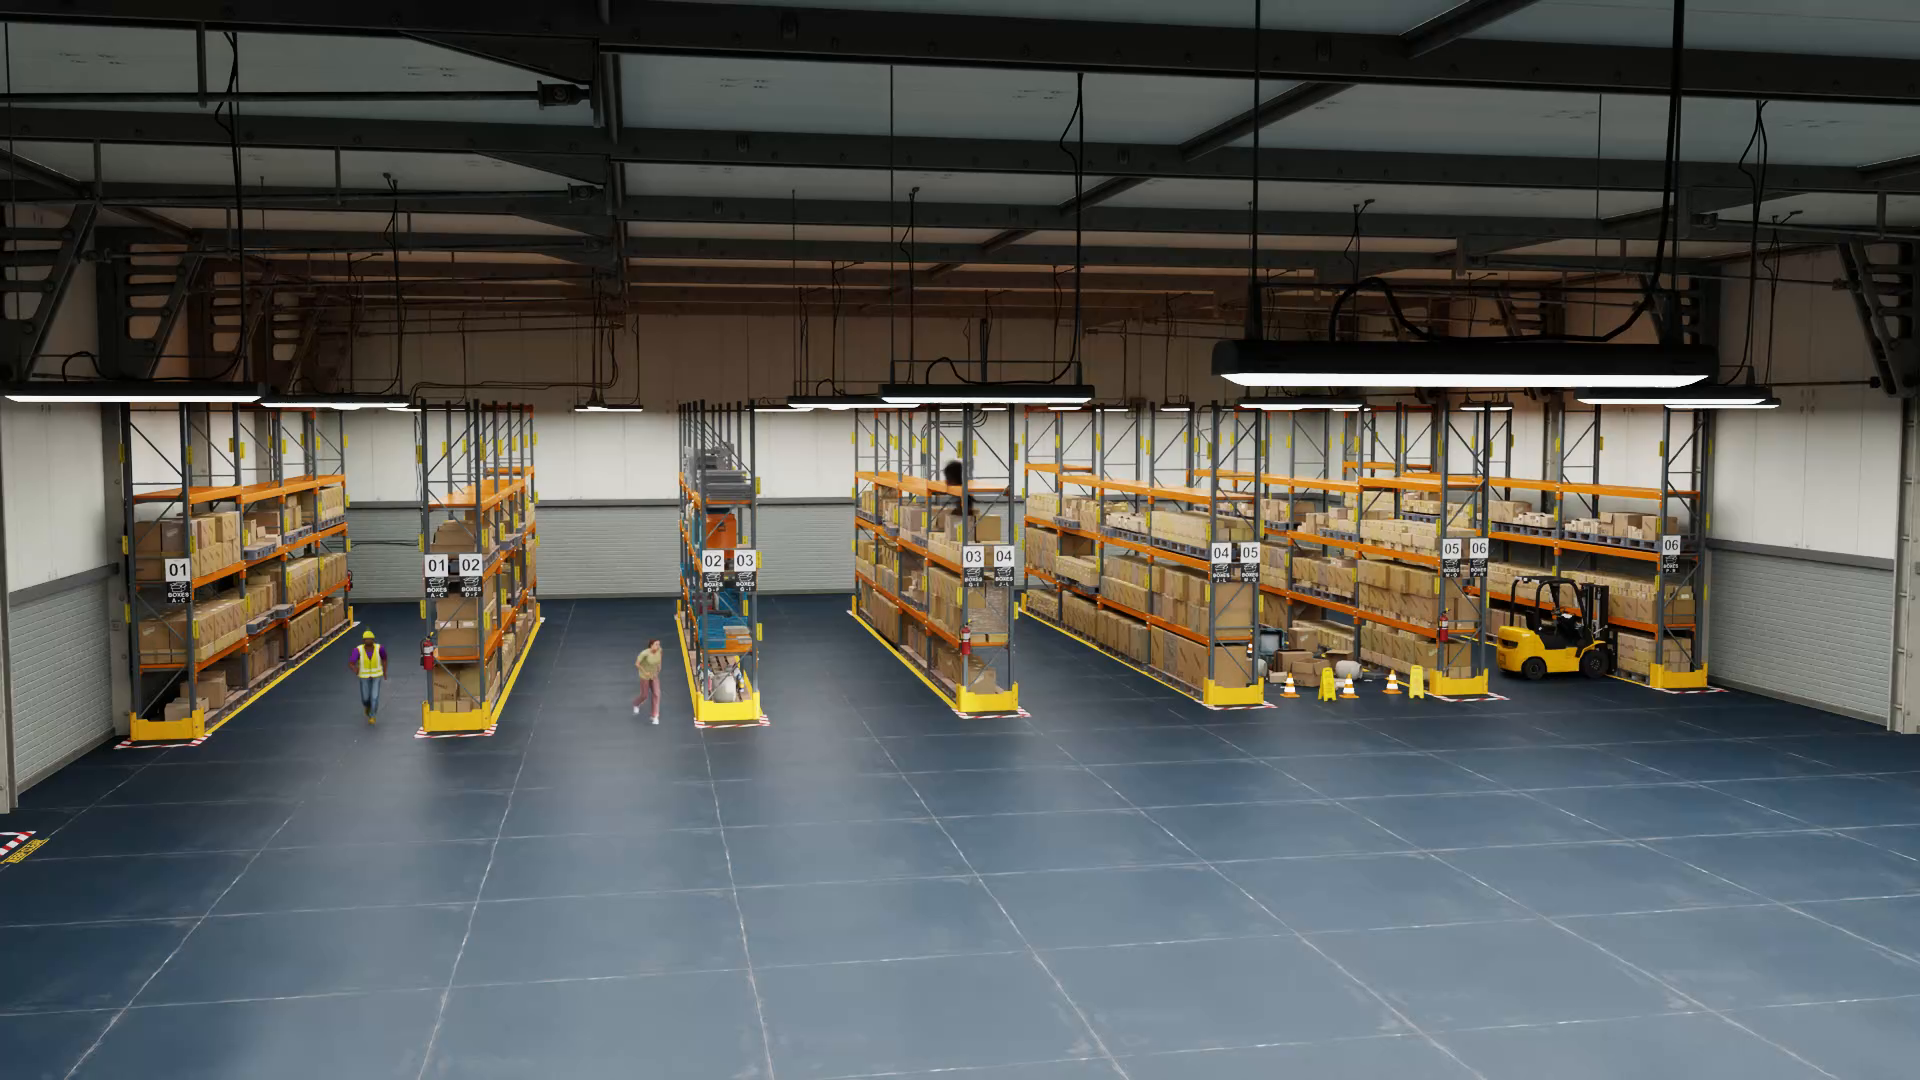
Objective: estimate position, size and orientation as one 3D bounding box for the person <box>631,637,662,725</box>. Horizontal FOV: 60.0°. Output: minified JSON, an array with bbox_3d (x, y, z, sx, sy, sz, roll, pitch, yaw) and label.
[{"bbox_3d":[-5.865,2.594,31.098,0.601,1.626,0.986,-4,6,-43],"label":"person"}]

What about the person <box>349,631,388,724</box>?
[{"bbox_3d":[-10.988,2.545,30.911,0.684,1.738,0.806,-2,5,-19],"label":"person"}]
